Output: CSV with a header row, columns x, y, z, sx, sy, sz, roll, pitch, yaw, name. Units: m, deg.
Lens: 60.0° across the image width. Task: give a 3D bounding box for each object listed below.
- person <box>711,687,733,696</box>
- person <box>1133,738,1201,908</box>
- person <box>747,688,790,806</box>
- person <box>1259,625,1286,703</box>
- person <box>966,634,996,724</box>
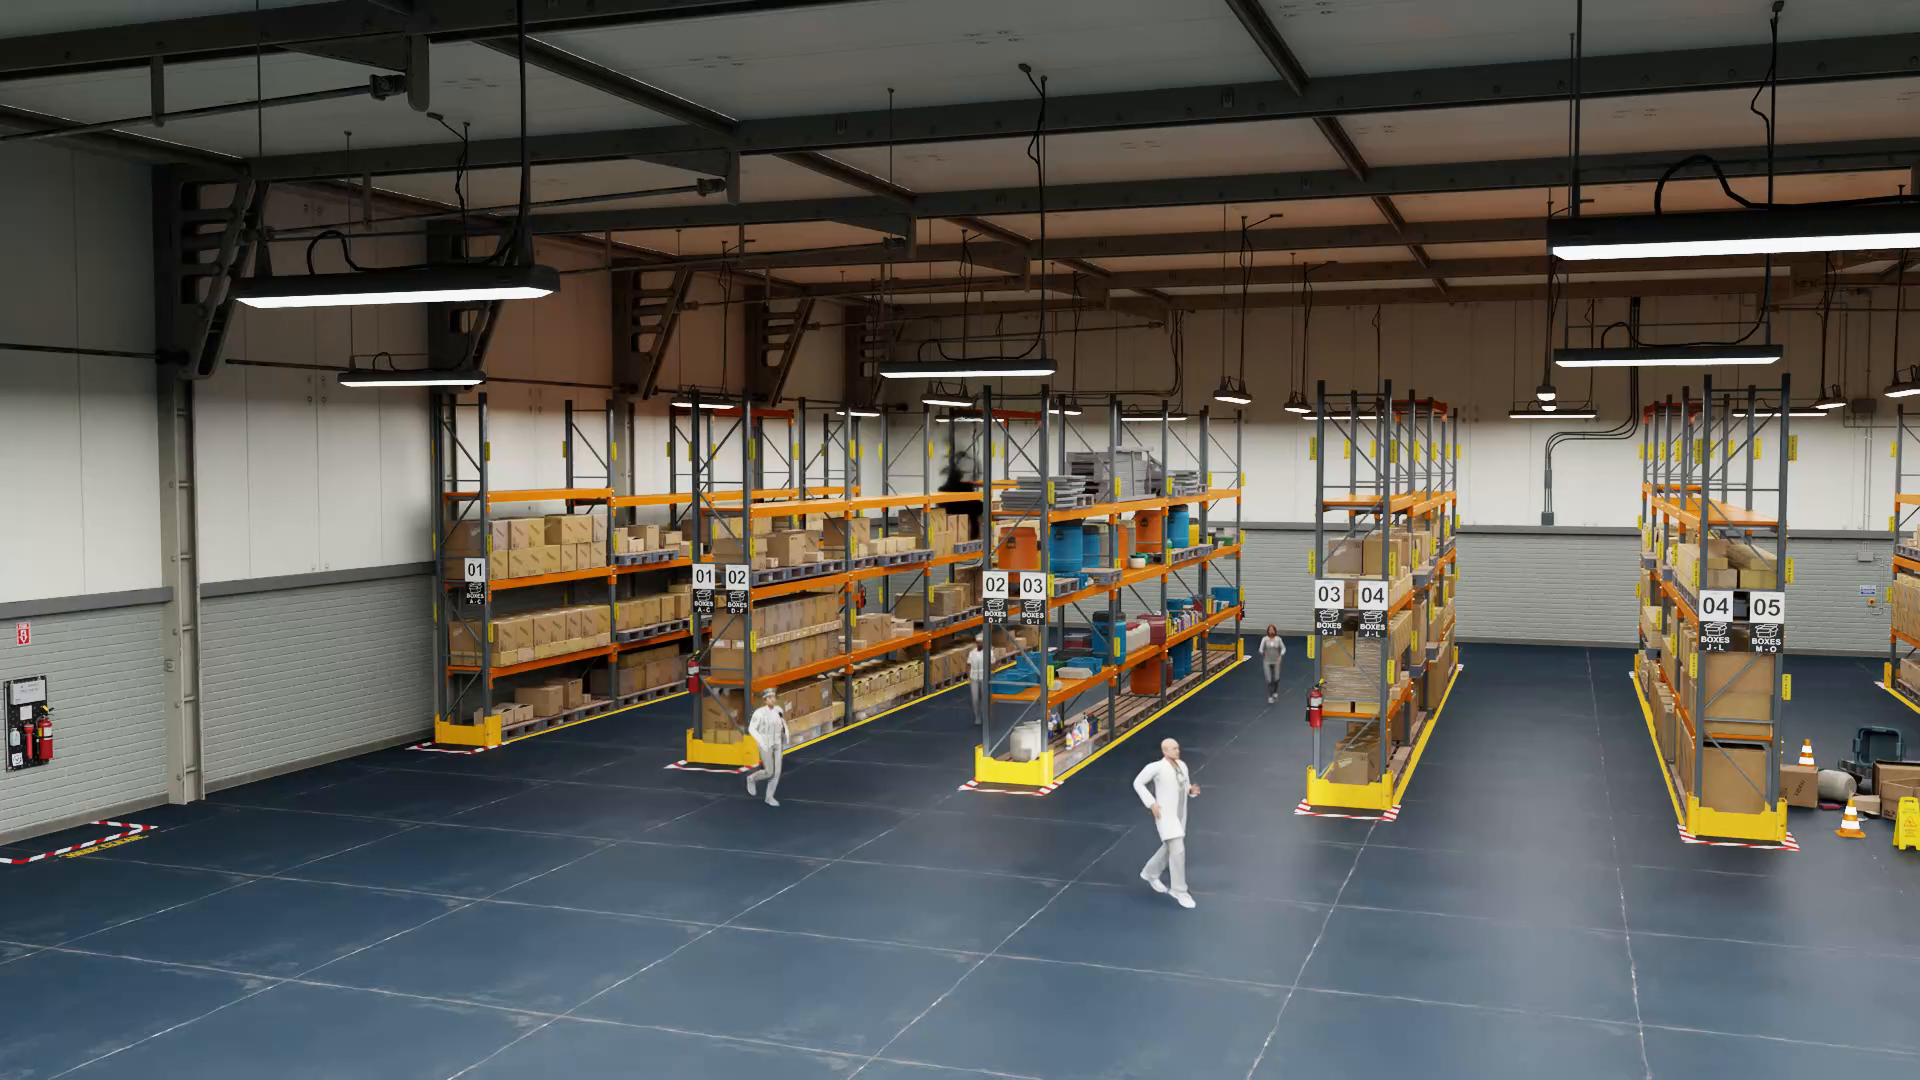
x,y,z,sx,sy,sz,roll,pitch,yaw,name
-4.225,2.584,29.679,0.533,1.724,0.748,1,3,11,person
2.327,3.215,18.557,0.876,1.626,0.694,3,4,45,person
-2.722,2.924,23.685,0.615,1.668,0.603,-2,4,-39,person
6.176,2.505,32.907,0.524,1.468,0.537,1,3,10,person
0.370,2.546,30.577,0.574,1.649,0.566,1,3,13,person
